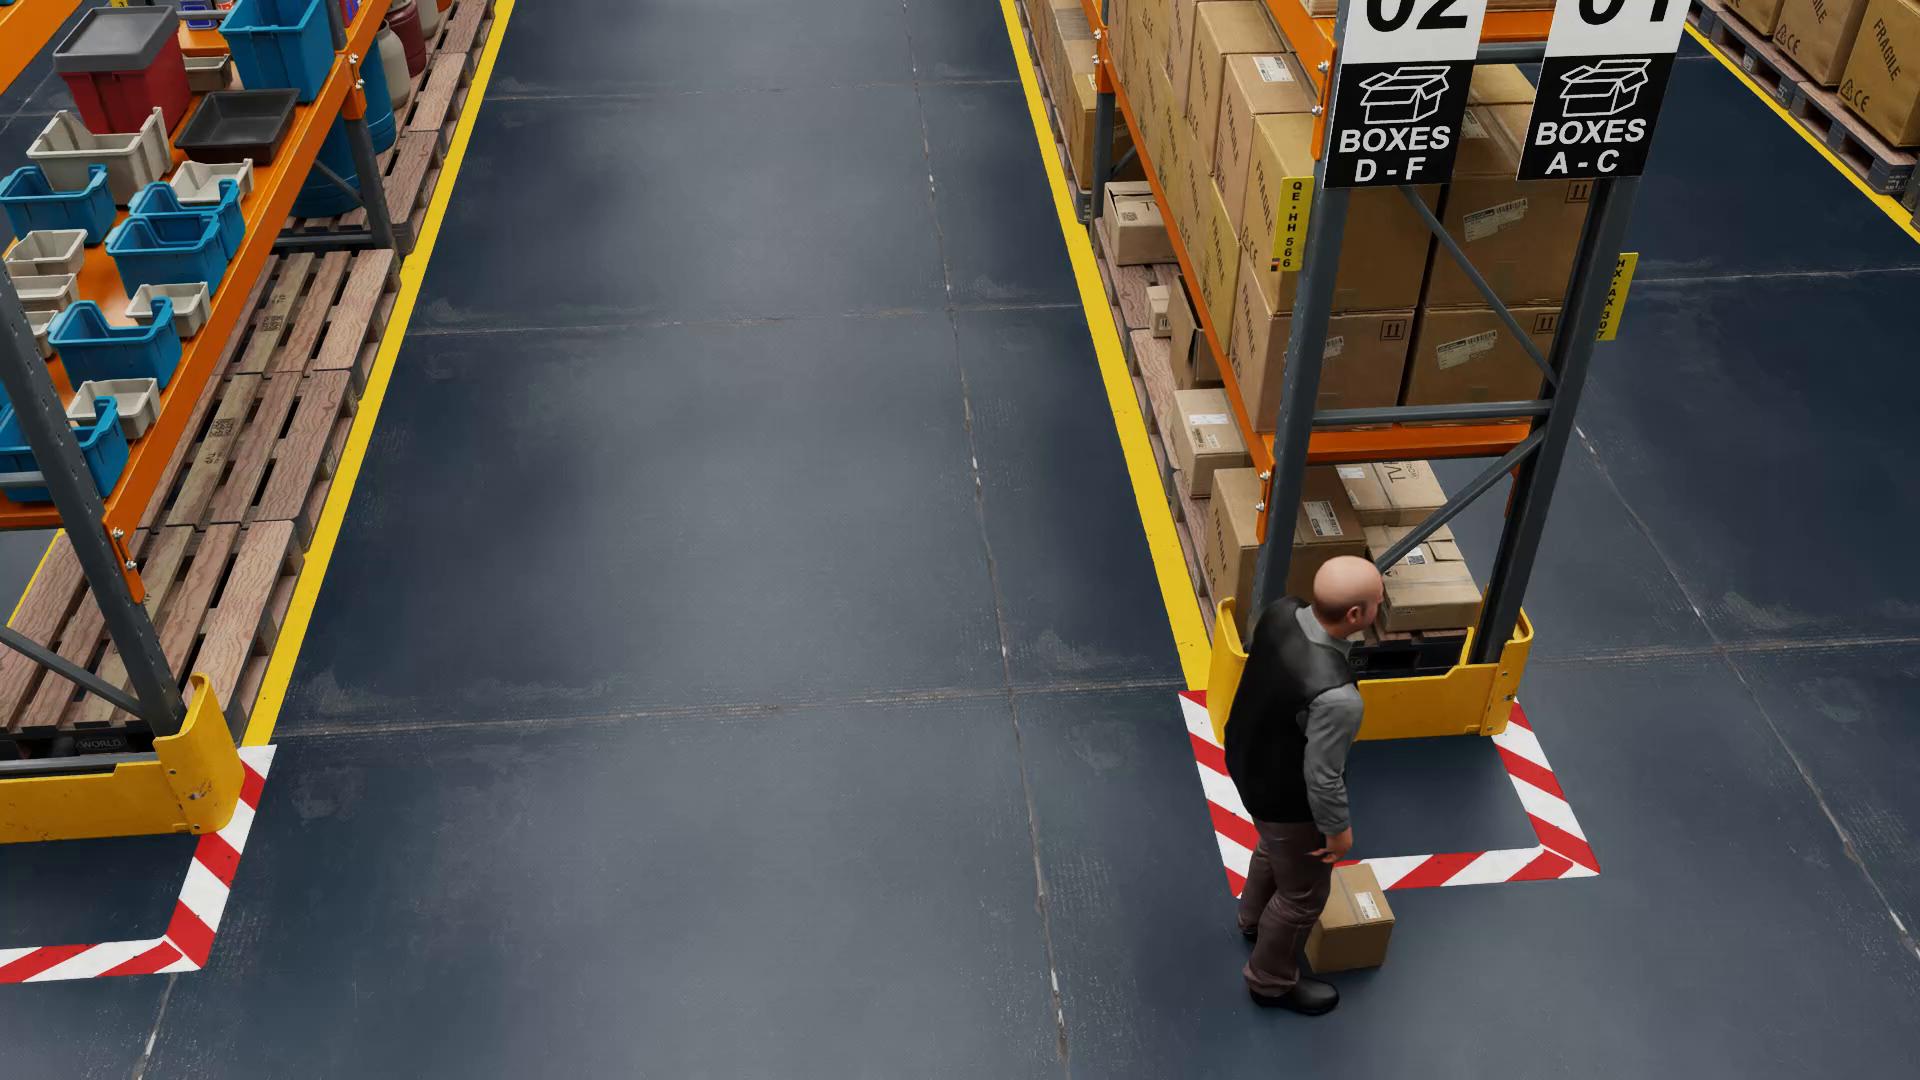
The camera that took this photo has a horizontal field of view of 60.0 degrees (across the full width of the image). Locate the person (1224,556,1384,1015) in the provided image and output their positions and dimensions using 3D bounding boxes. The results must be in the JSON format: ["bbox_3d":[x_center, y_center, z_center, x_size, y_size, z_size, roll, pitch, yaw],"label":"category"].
[{"bbox_3d":[1.064,0.751,5.240,0.465,1.722,0.590,-6,39,-7],"label":"person"}]
